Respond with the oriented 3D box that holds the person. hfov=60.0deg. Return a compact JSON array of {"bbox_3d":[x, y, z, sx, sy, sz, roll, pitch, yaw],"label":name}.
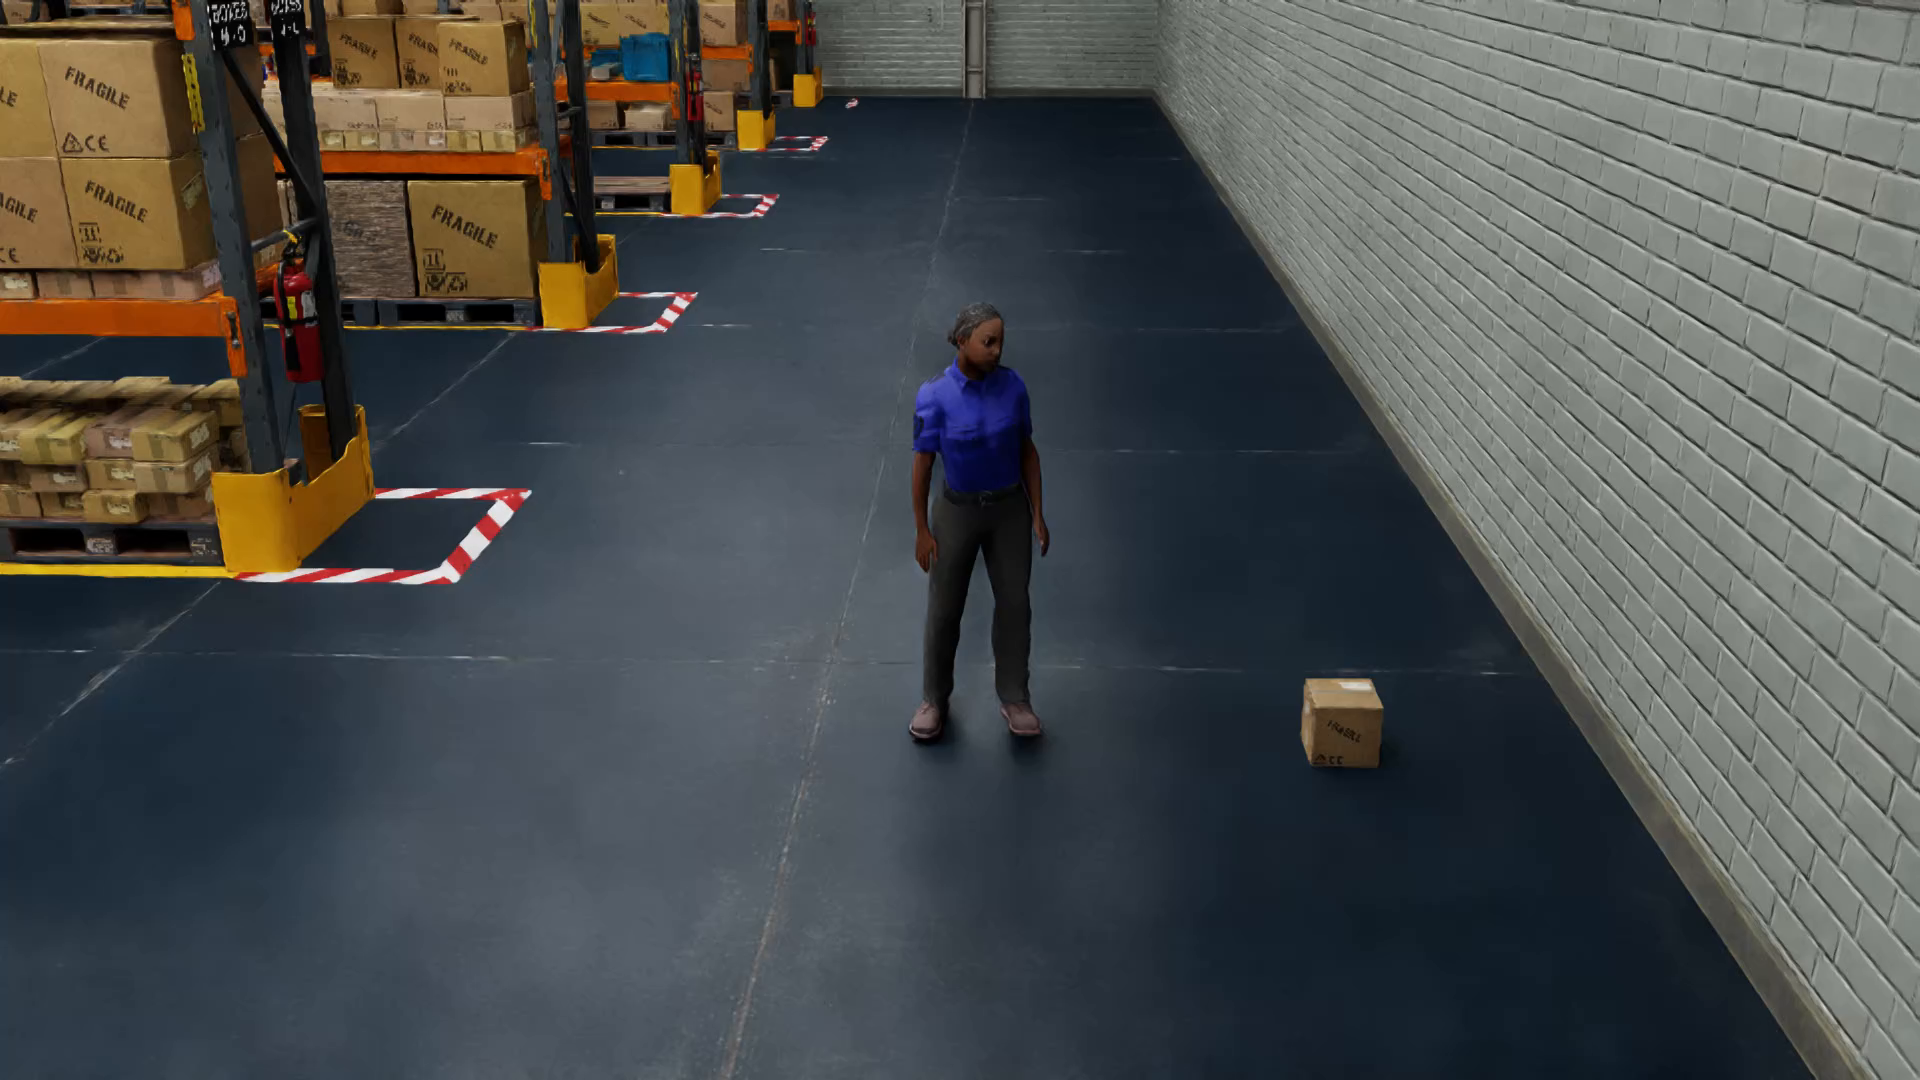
[{"bbox_3d":[0.069,-0.050,6.148,0.535,1.666,0.437,-7,22,-18],"label":"person"}]
